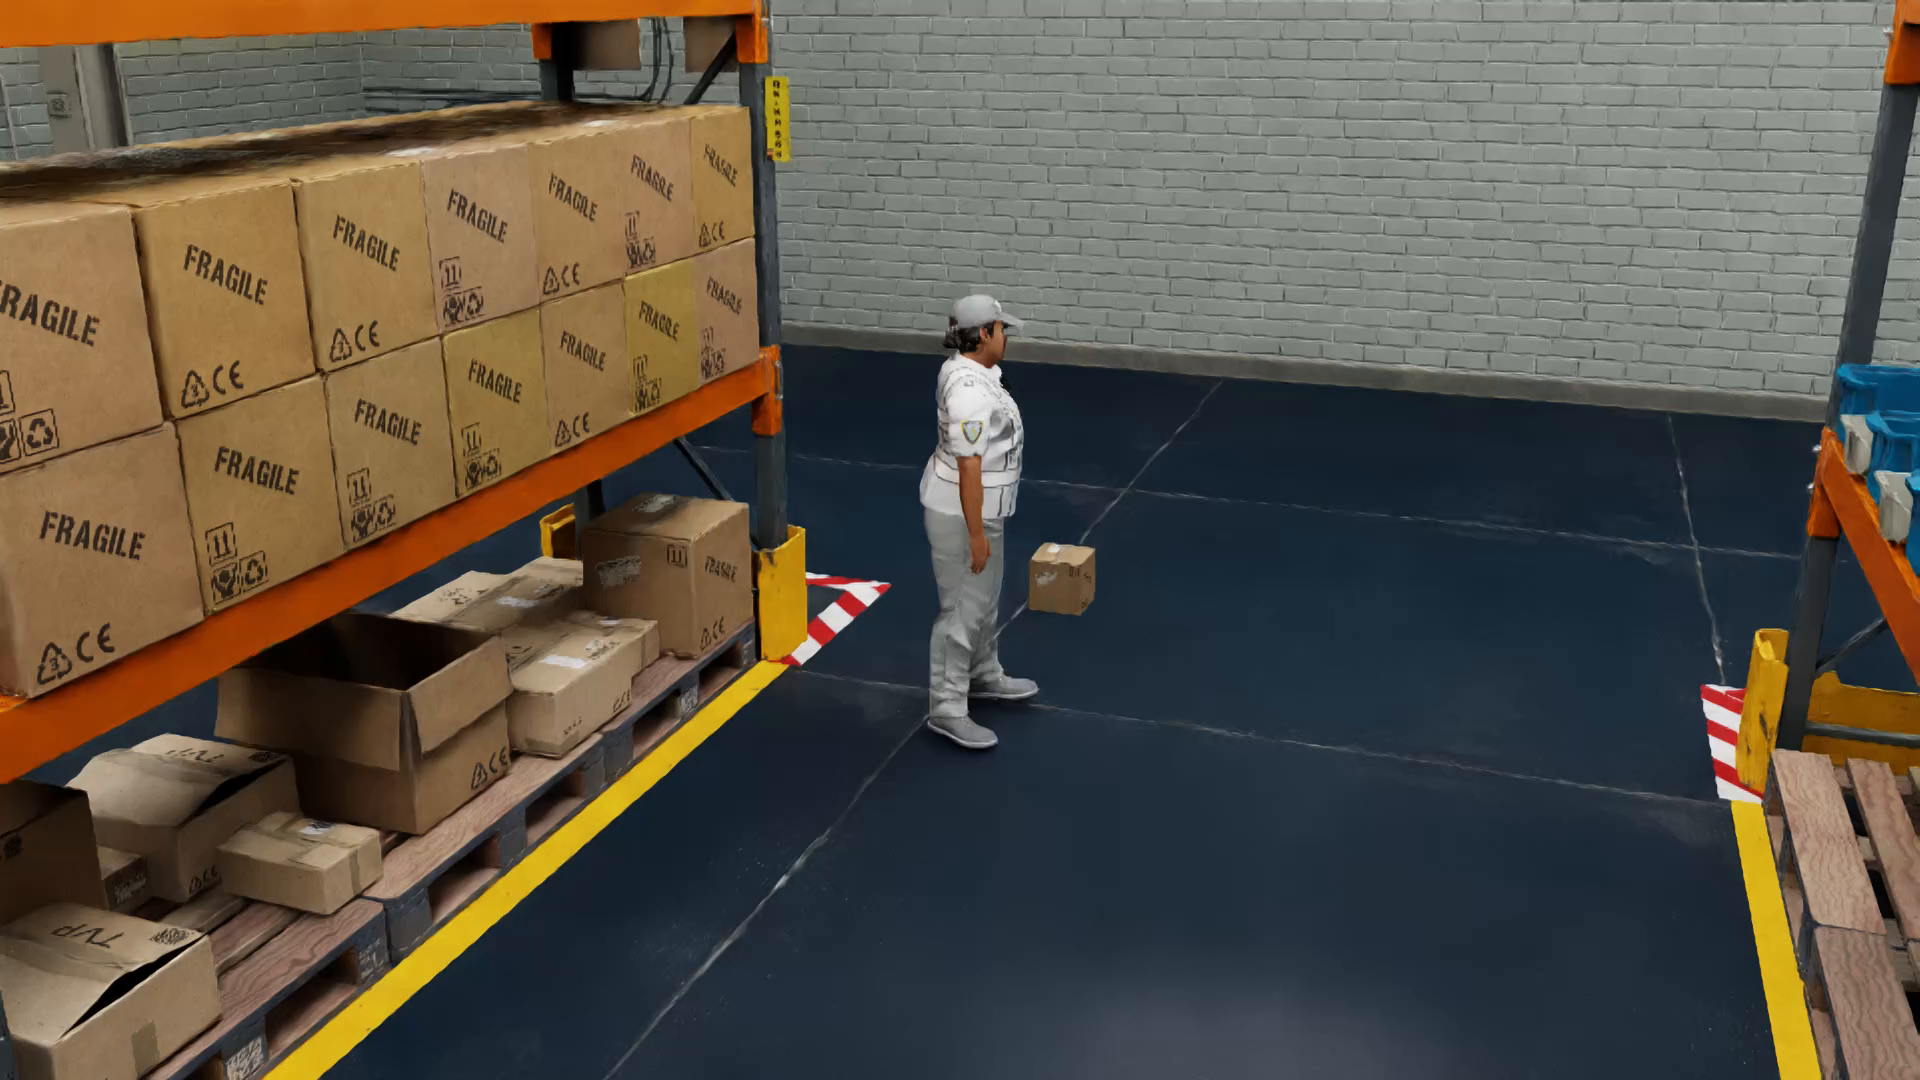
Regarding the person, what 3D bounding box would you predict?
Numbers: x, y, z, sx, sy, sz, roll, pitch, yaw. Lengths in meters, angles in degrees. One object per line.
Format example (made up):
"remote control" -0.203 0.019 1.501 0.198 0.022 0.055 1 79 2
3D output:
"person" 0.080 -0.091 6.257 0.470 1.672 0.562 0 19 0
